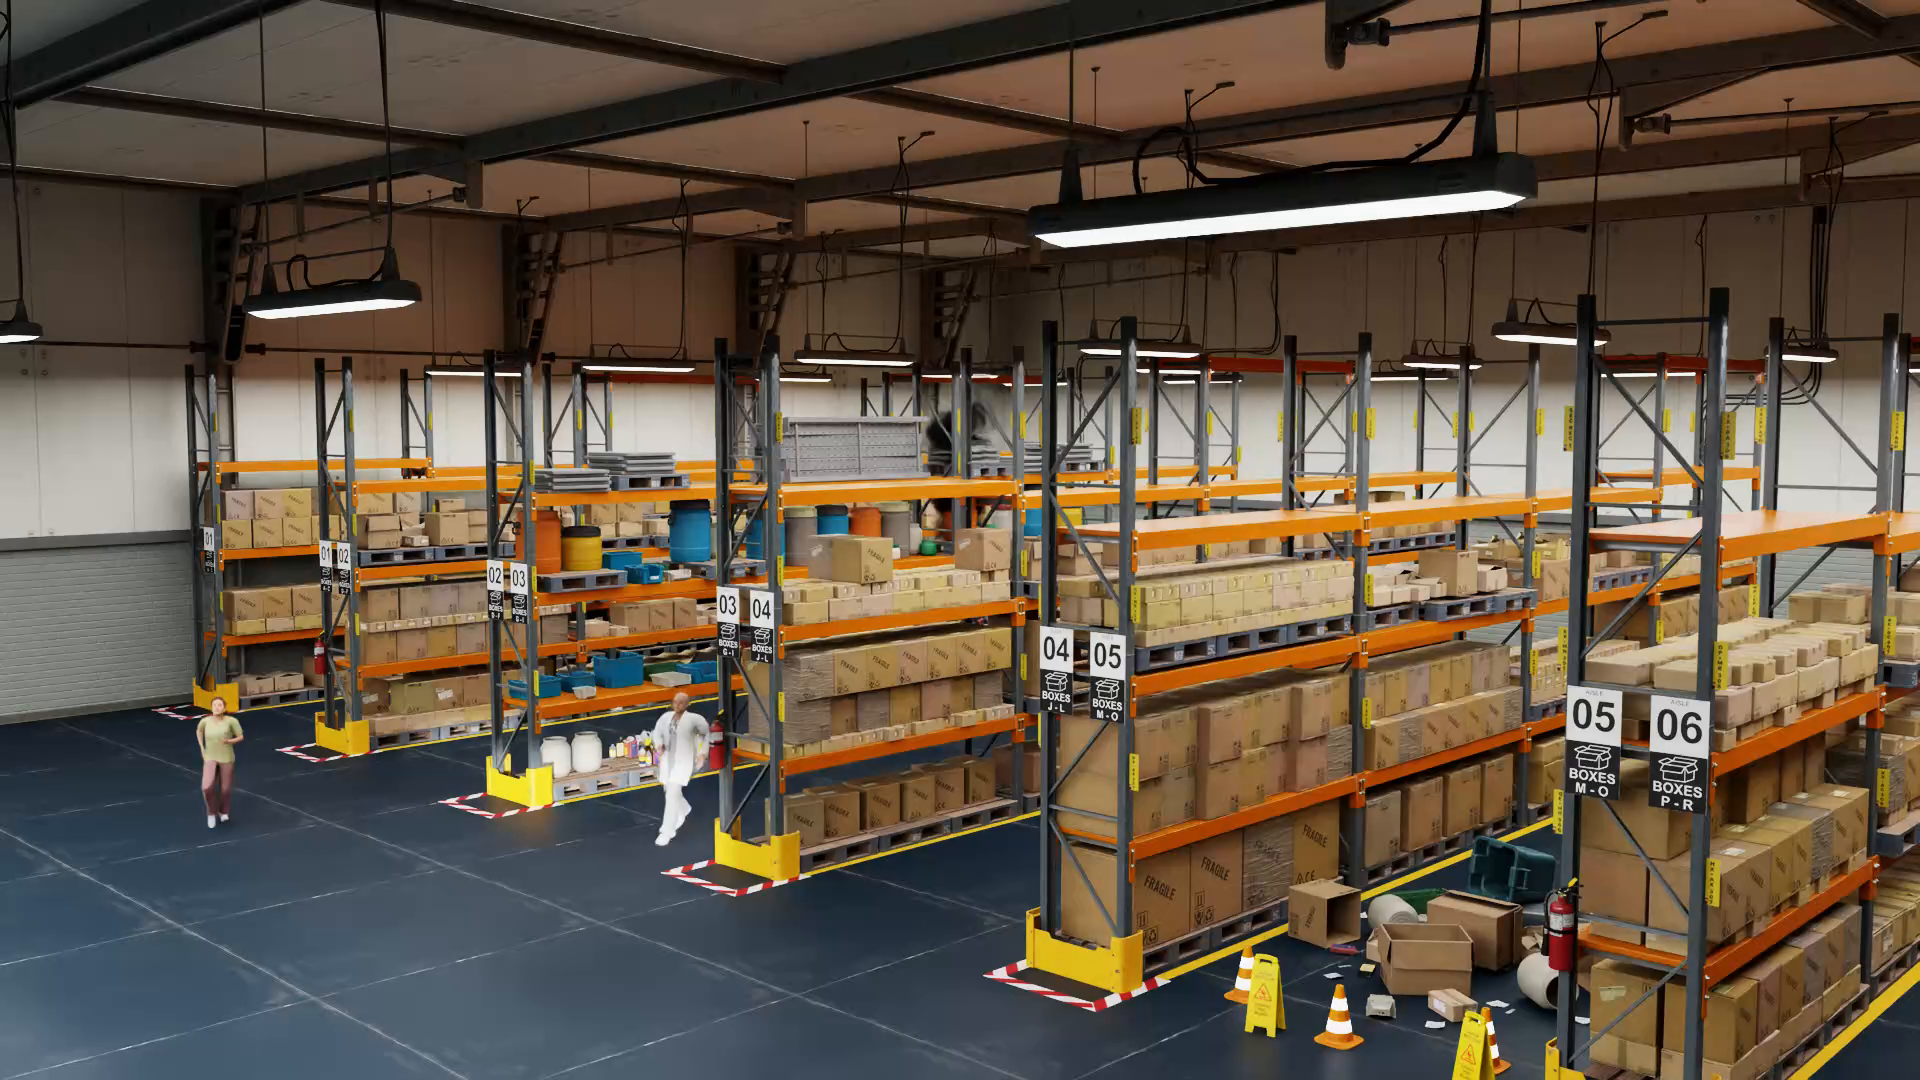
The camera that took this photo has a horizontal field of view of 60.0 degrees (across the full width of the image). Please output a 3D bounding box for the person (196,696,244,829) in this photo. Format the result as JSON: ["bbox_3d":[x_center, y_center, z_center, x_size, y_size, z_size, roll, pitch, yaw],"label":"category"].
[{"bbox_3d":[-9.200,2.751,20.683,0.568,1.641,0.691,-1,5,-17],"label":"person"}]

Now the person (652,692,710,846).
[{"bbox_3d":[-3.386,2.735,20.206,0.761,1.798,0.940,2,5,22],"label":"person"}]
